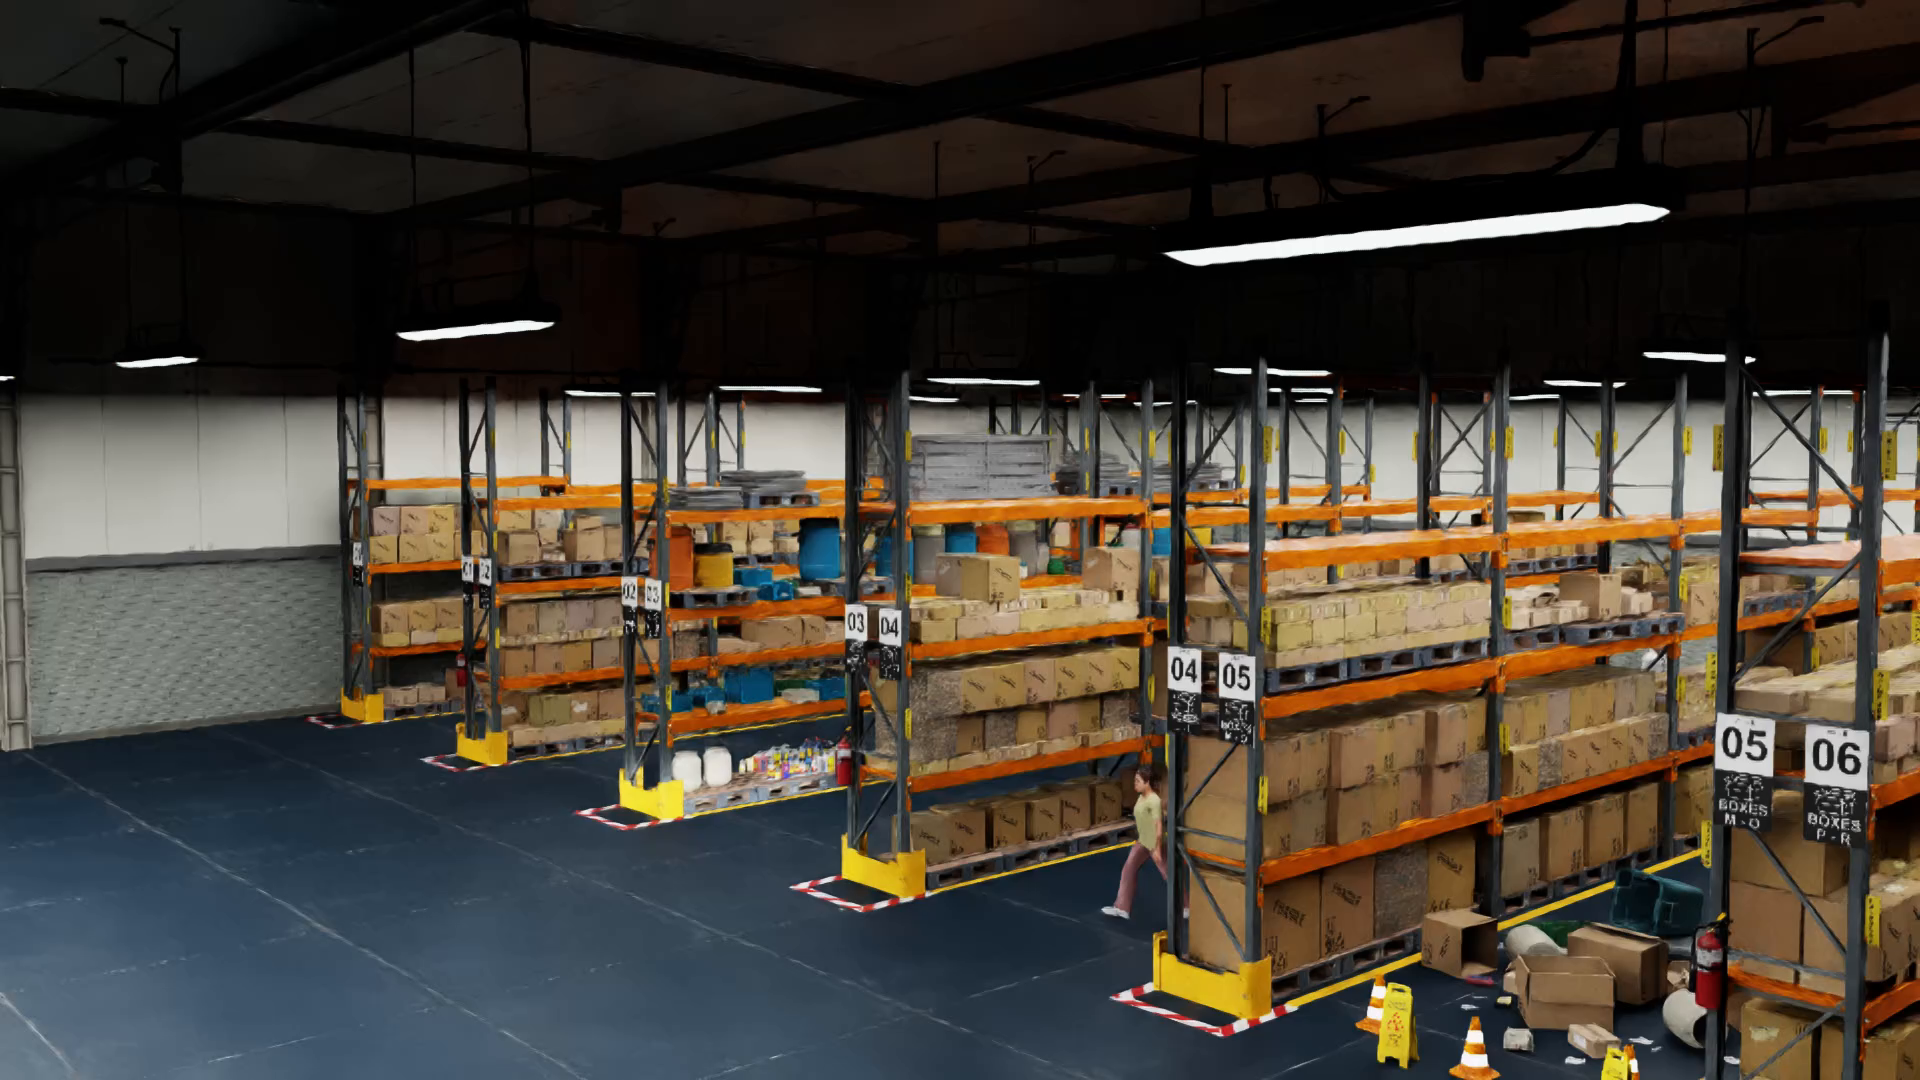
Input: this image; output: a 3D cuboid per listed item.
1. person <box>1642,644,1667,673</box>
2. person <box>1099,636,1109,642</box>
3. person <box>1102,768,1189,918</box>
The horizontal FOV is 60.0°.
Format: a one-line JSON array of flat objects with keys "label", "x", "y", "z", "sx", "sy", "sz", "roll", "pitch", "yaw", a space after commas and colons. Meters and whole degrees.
[{"label": "person", "x": 11.458, "y": 2.466, "z": 27.414, "sx": 0.677, "sy": 1.778, "sz": 0.530, "roll": -3, "pitch": 5, "yaw": -35}, {"label": "person", "x": 2.752, "y": 2.354, "z": 30.805, "sx": 0.517, "sy": 1.596, "sz": 0.625, "roll": -4, "pitch": 5, "yaw": -44}, {"label": "person", "x": 2.022, "y": 3.205, "z": 17.566, "sx": 0.959, "sy": 1.617, "sz": 0.485, "roll": -1, "pitch": 4, "yaw": -19}]
